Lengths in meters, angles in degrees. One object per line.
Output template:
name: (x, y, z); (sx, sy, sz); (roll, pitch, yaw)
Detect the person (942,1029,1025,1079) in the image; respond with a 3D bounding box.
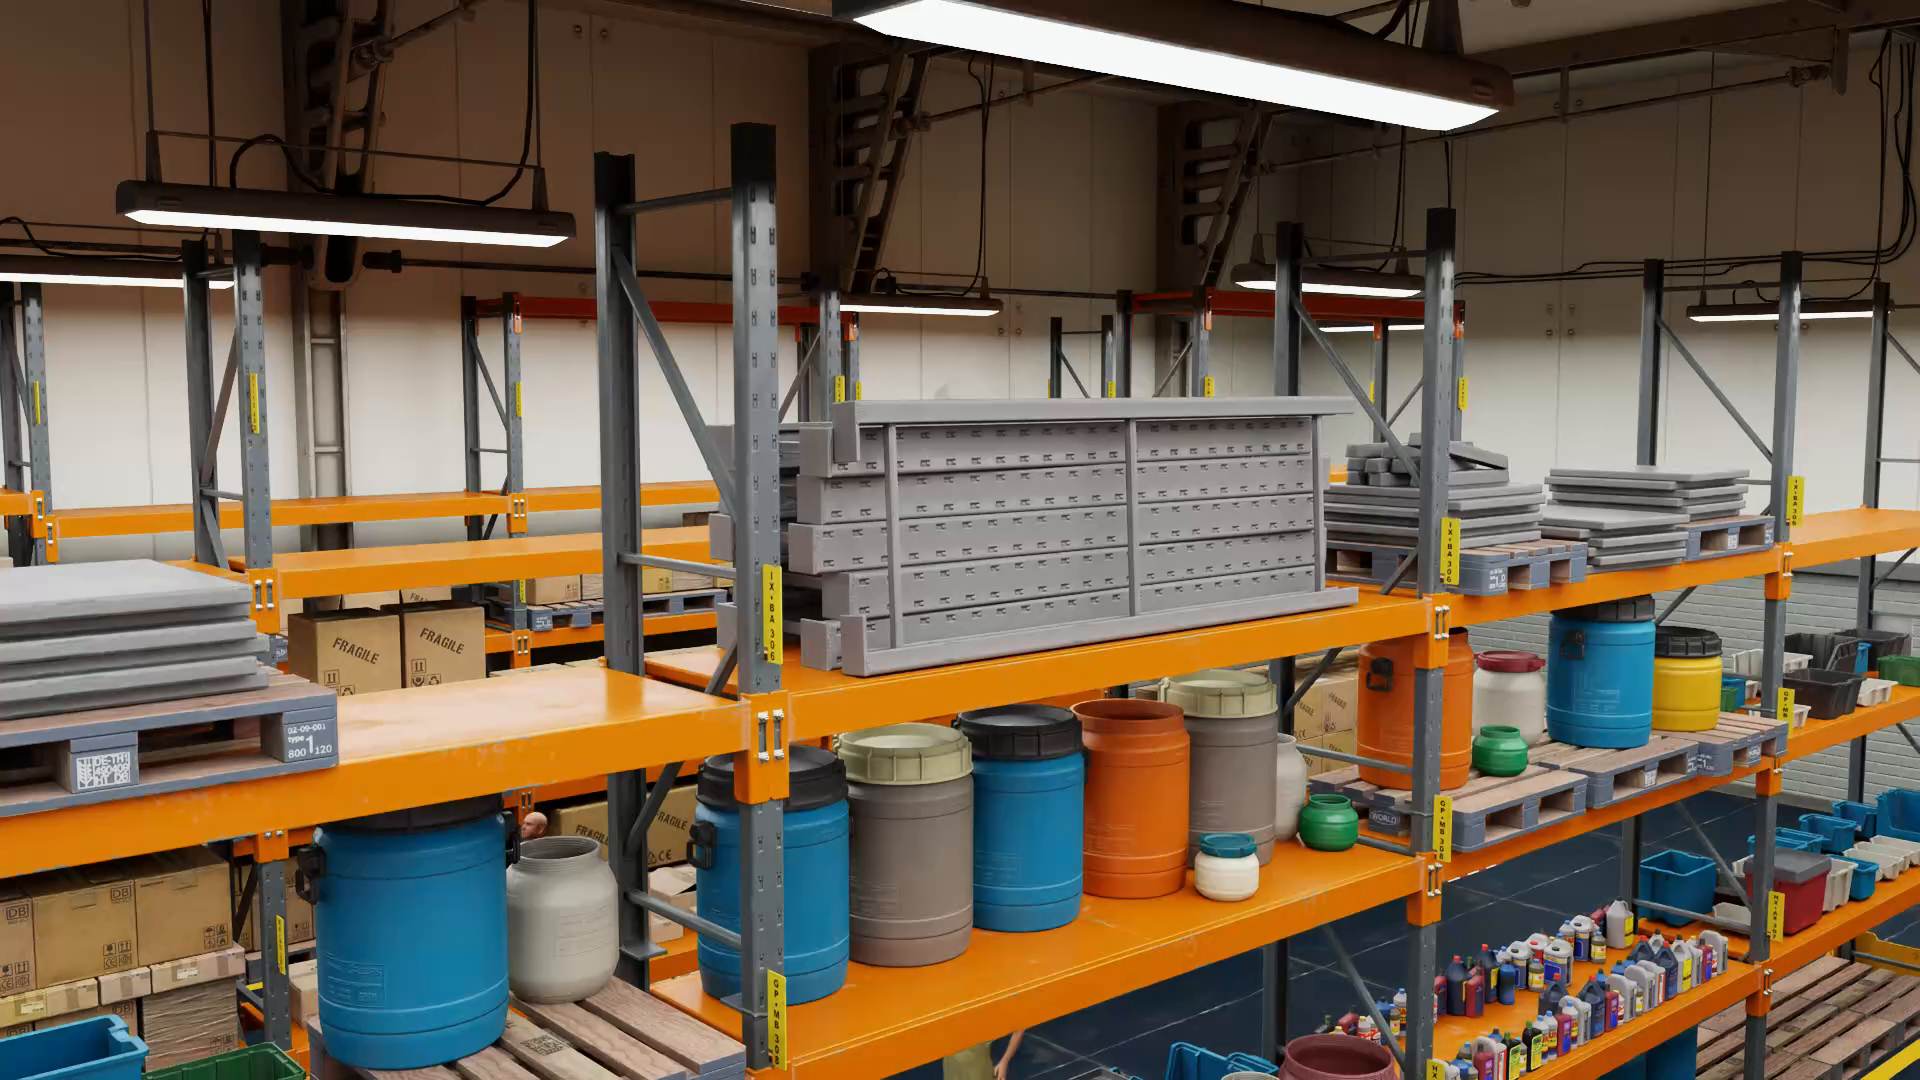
person: (0.071, 3.372, 10.173); (0.524, 1.713, 0.804); (5, 7, 40)

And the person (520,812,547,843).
person: (-3.446, 3.044, 13.602); (0.647, 1.677, 0.580); (4, 7, 36)
